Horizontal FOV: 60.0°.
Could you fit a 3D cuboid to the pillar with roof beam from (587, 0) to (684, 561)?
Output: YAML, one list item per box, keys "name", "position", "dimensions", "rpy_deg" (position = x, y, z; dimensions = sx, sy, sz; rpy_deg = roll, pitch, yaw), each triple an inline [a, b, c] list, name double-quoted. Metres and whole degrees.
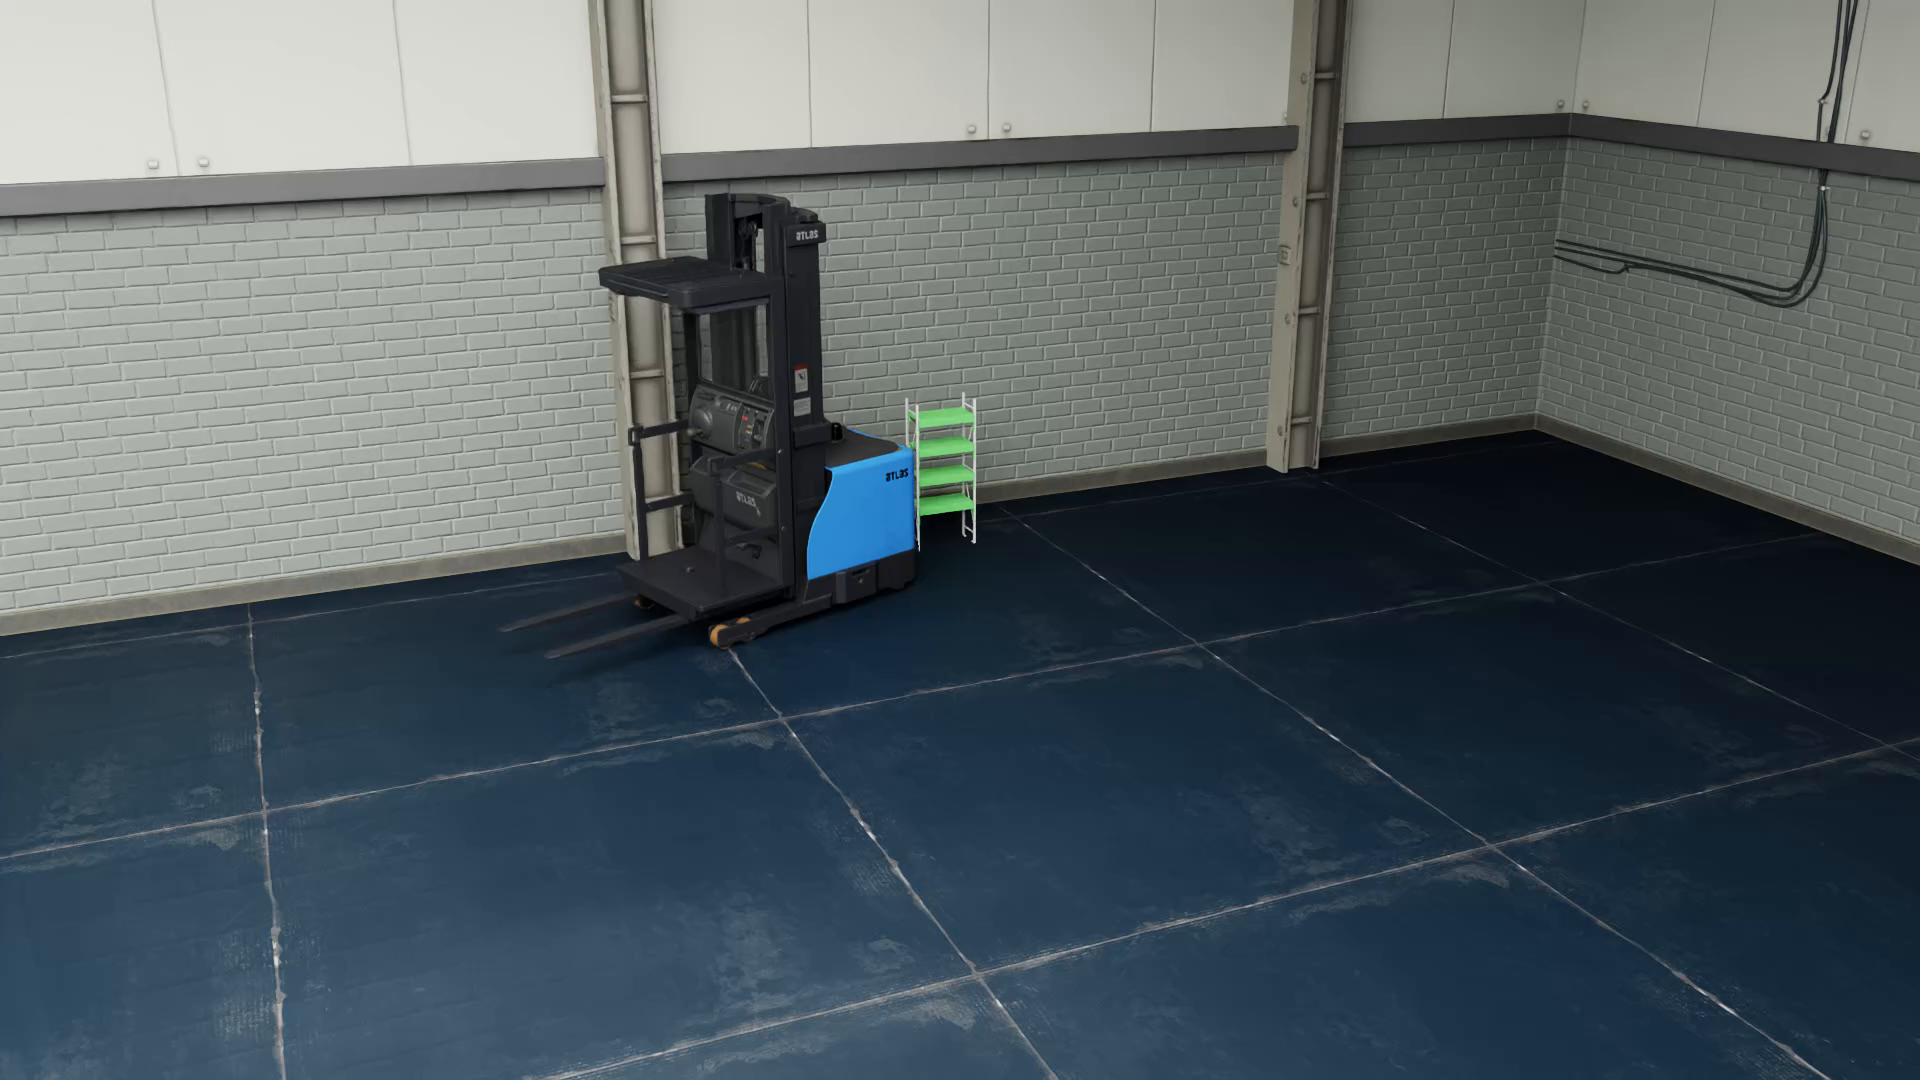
- name: "pillar with roof beam"
  position: [-0.719, -2.830, 8.010]
  dimensions: [0.400, 9.000, 9.100]
  rpy_deg: [-8, 21, -22]

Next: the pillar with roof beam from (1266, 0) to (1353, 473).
- name: "pillar with roof beam"
  position: [4.790, -3.619, 10.252]
  dimensions: [0.400, 9.000, 9.100]
  rpy_deg: [-8, 21, -22]

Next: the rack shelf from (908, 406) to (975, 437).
- name: "rack shelf"
  position: [-0.152, -0.937, 13.123]
  dimensions: [0.480, 0.148, 0.258]
  rpy_deg: [-8, 21, -22]

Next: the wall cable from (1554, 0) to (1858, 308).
- name: "wall cable"
  position: [6.314, -3.452, 14.451]
  dimensions: [0.112, 2.526, 3.097]
  rpy_deg: [-8, 21, -22]

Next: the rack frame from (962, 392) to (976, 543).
- name: "rack frame"
  position: [0.072, -0.576, 13.352]
  dimensions: [0.015, 1.200, 0.240]
  rpy_deg: [-8, 21, -22]

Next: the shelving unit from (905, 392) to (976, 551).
- name: "shelving unit"
  position: [-0.152, -0.544, 13.261]
  dimensions: [0.503, 1.200, 0.258]
  rpy_deg: [-8, 21, -22]

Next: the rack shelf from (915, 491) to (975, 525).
- name: "rack shelf"
  position: [-0.152, -0.258, 13.362]
  dimensions: [0.480, 0.148, 0.258]
  rpy_deg: [-8, 21, -22]

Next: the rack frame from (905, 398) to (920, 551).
- name: "rack frame"
  position: [-0.376, -0.512, 13.170]
  dimensions: [0.015, 1.200, 0.240]
  rpy_deg: [-8, 21, -22]

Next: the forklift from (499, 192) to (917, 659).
- name: "forklift"
  position: [-1.751, -0.831, 11.468]
  dimensions: [3.031, 2.935, 1.130]
  rpy_deg: [-17, 25, -39]

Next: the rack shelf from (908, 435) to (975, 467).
- name: "rack shelf"
  position: [-0.152, -0.710, 13.202]
  dimensions: [0.480, 0.148, 0.258]
  rpy_deg: [-8, 21, -22]

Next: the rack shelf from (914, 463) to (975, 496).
- name: "rack shelf"
  position: [-0.152, -0.484, 13.282]
  dimensions: [0.480, 0.148, 0.258]
  rpy_deg: [-8, 21, -22]
